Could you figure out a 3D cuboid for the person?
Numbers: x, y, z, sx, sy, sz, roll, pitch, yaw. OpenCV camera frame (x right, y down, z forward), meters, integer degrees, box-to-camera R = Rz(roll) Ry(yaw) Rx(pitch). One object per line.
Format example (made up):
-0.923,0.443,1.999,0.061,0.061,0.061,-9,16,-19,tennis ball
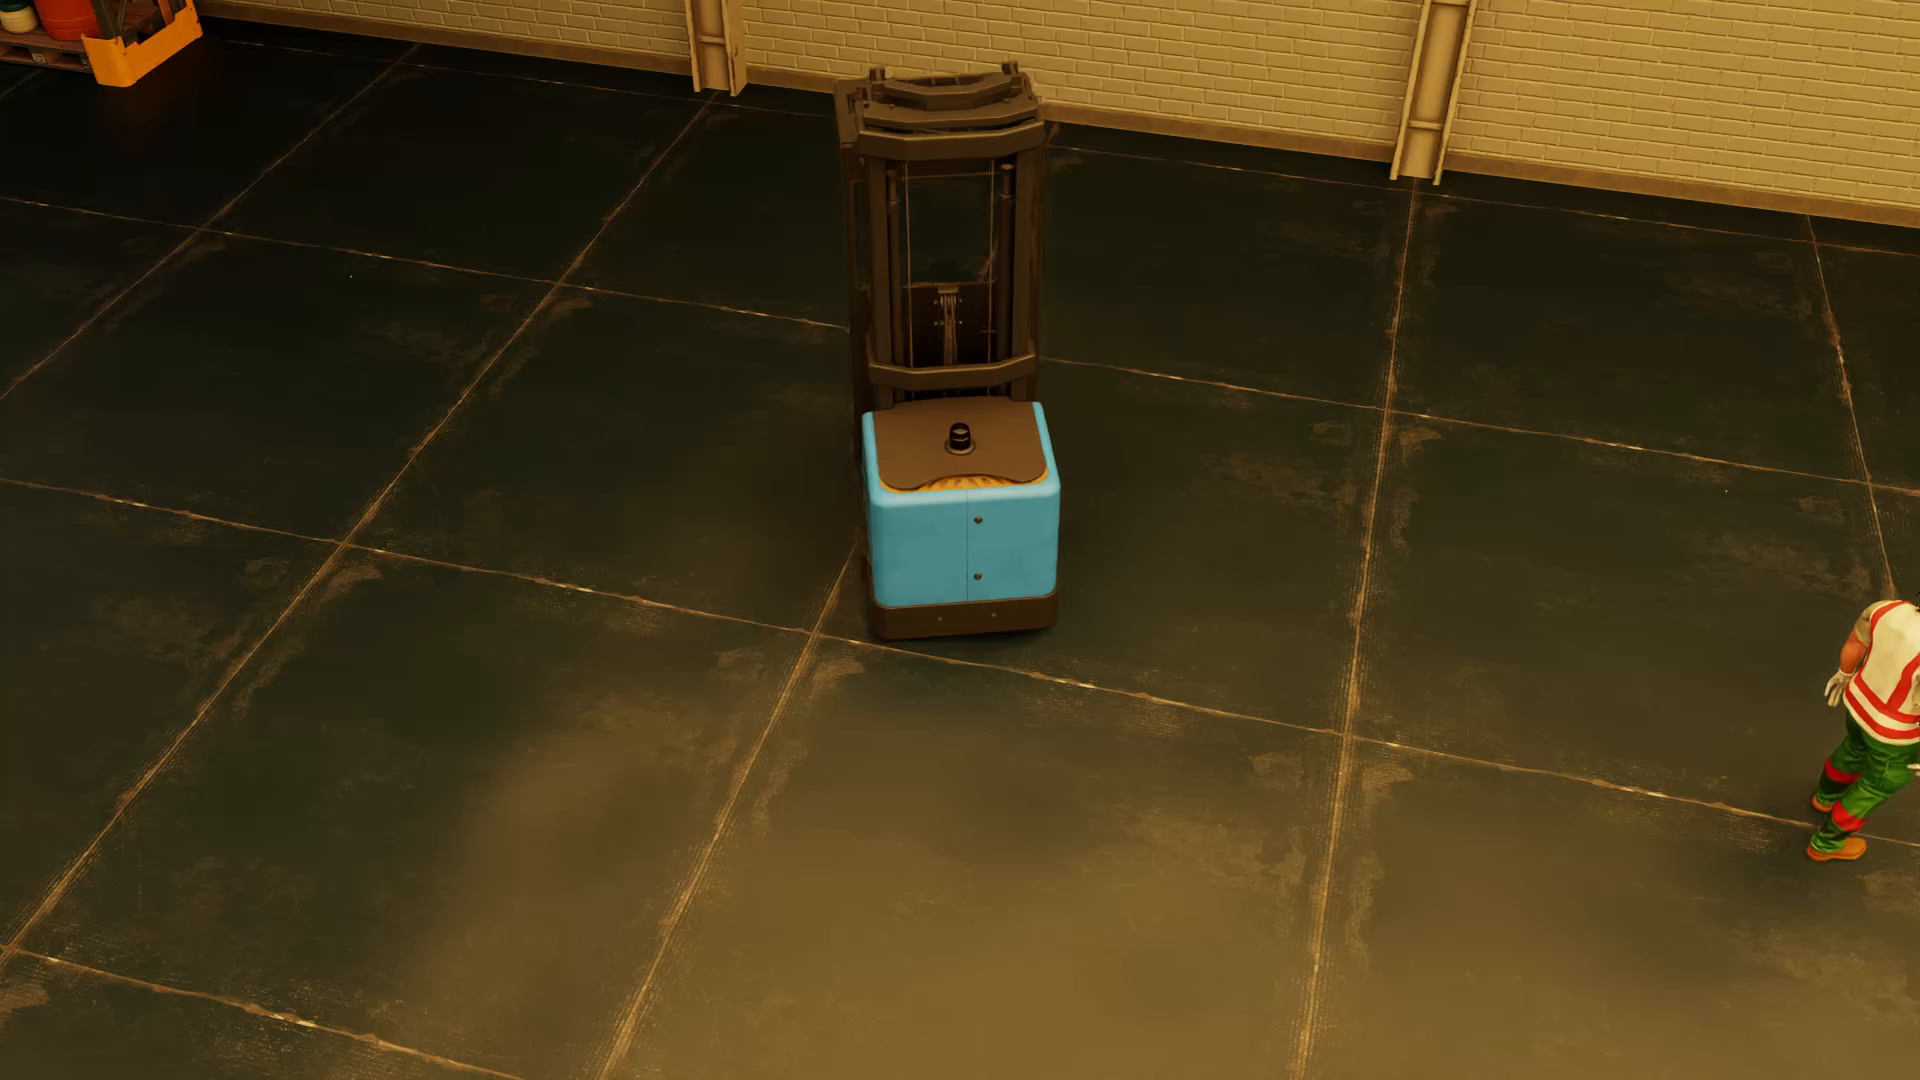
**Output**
4.428,0.826,7.825,0.510,1.816,0.629,-7,42,-8,person

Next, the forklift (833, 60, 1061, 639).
-0.119,-1.511,9.585,1.130,2.935,3.031,-4,41,-5,forklift
